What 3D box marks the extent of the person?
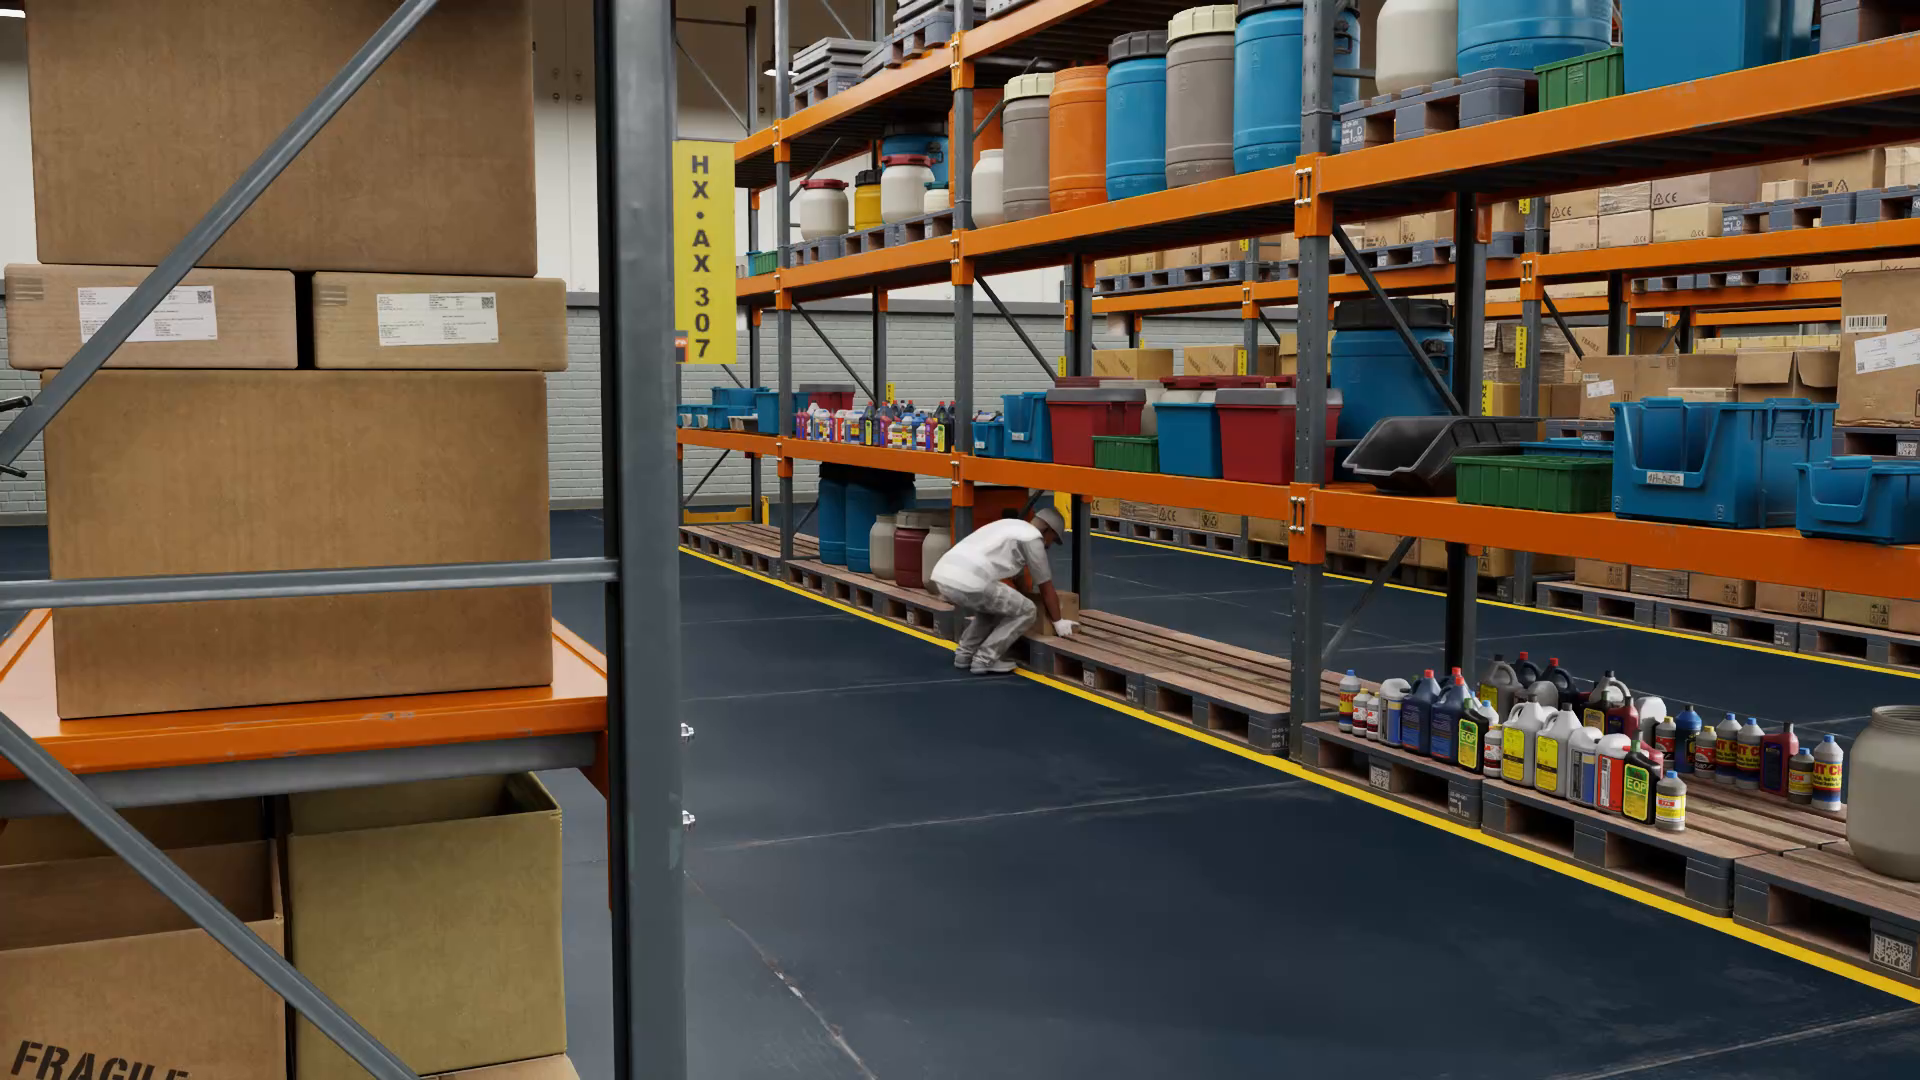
[{"bbox_3d":[0.277,0.311,10.492,0.934,1.004,0.548,-3,6,-26],"label":"person"}]
